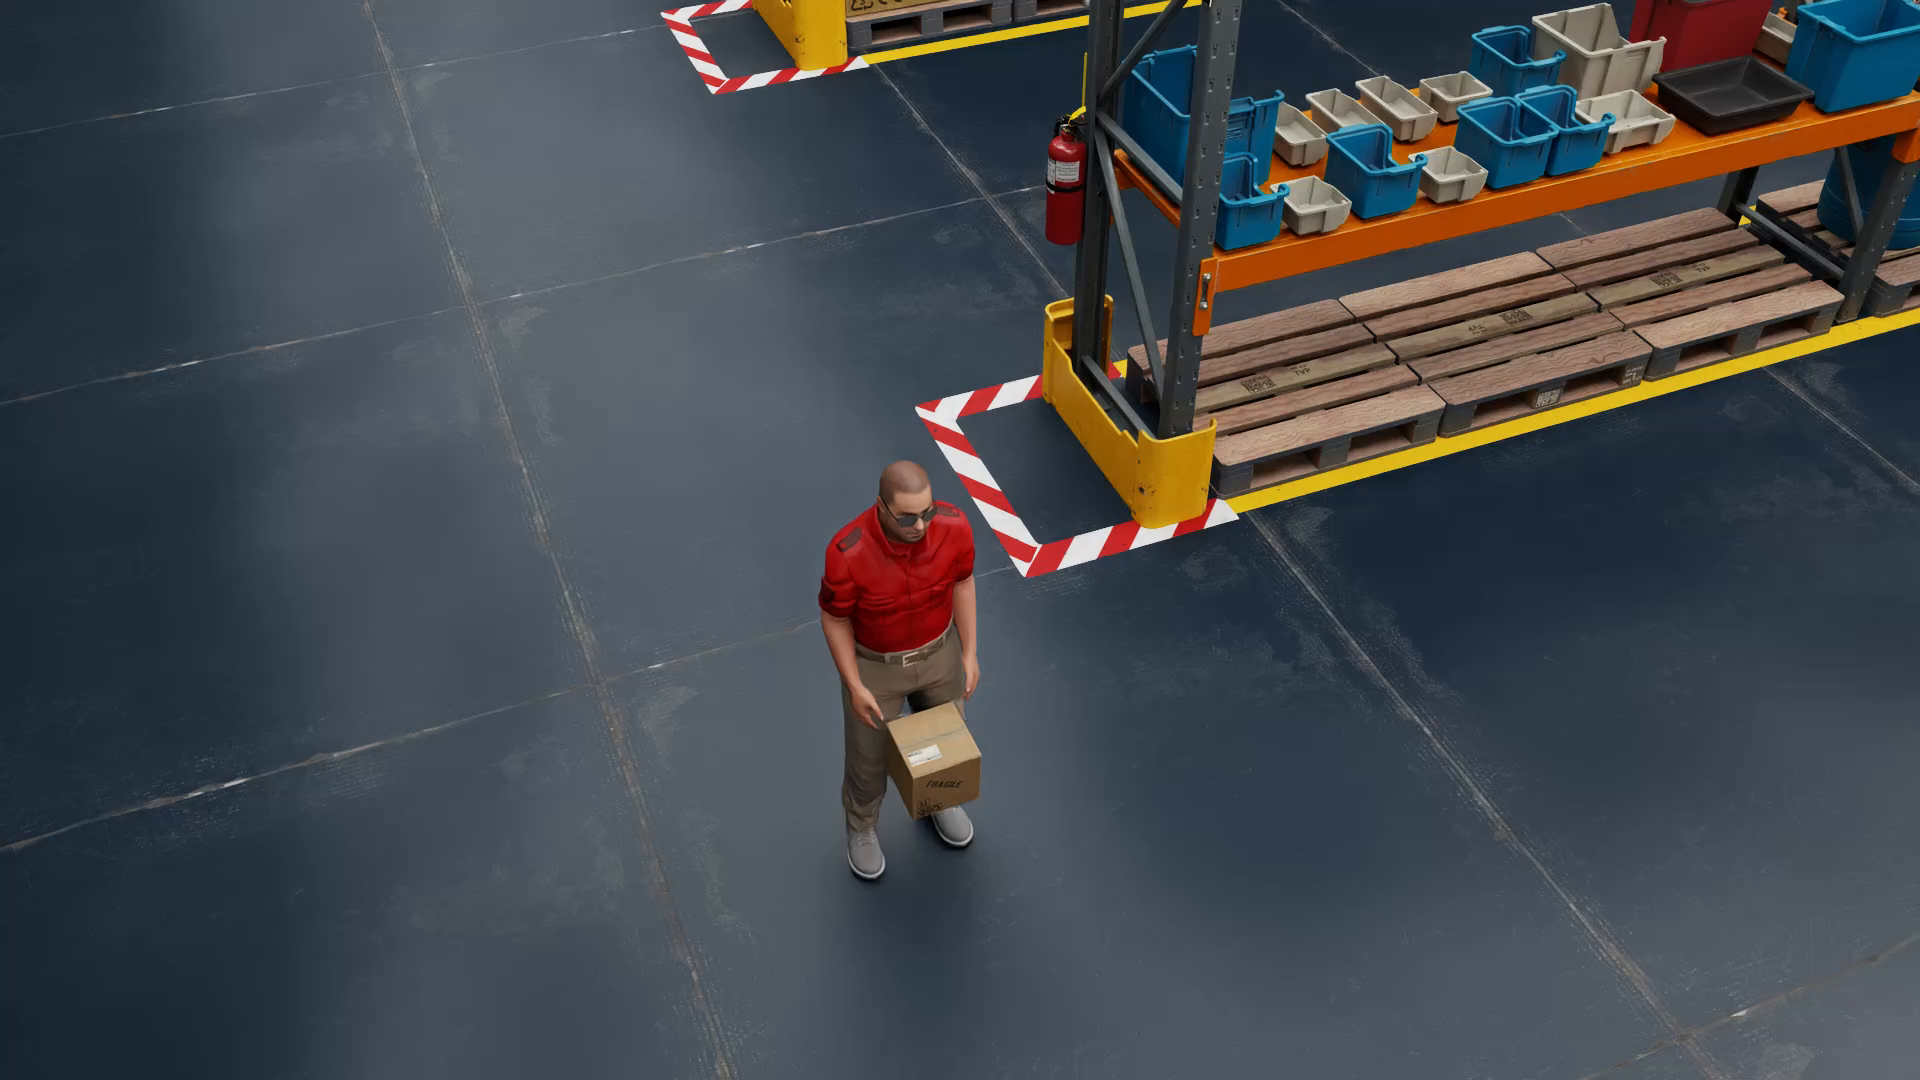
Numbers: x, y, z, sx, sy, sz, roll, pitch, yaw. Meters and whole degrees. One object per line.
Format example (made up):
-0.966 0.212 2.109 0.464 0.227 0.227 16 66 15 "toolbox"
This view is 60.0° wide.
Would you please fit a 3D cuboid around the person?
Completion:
-0.191 0.420 5.690 0.554 1.732 0.393 -16 44 -18 "person"
